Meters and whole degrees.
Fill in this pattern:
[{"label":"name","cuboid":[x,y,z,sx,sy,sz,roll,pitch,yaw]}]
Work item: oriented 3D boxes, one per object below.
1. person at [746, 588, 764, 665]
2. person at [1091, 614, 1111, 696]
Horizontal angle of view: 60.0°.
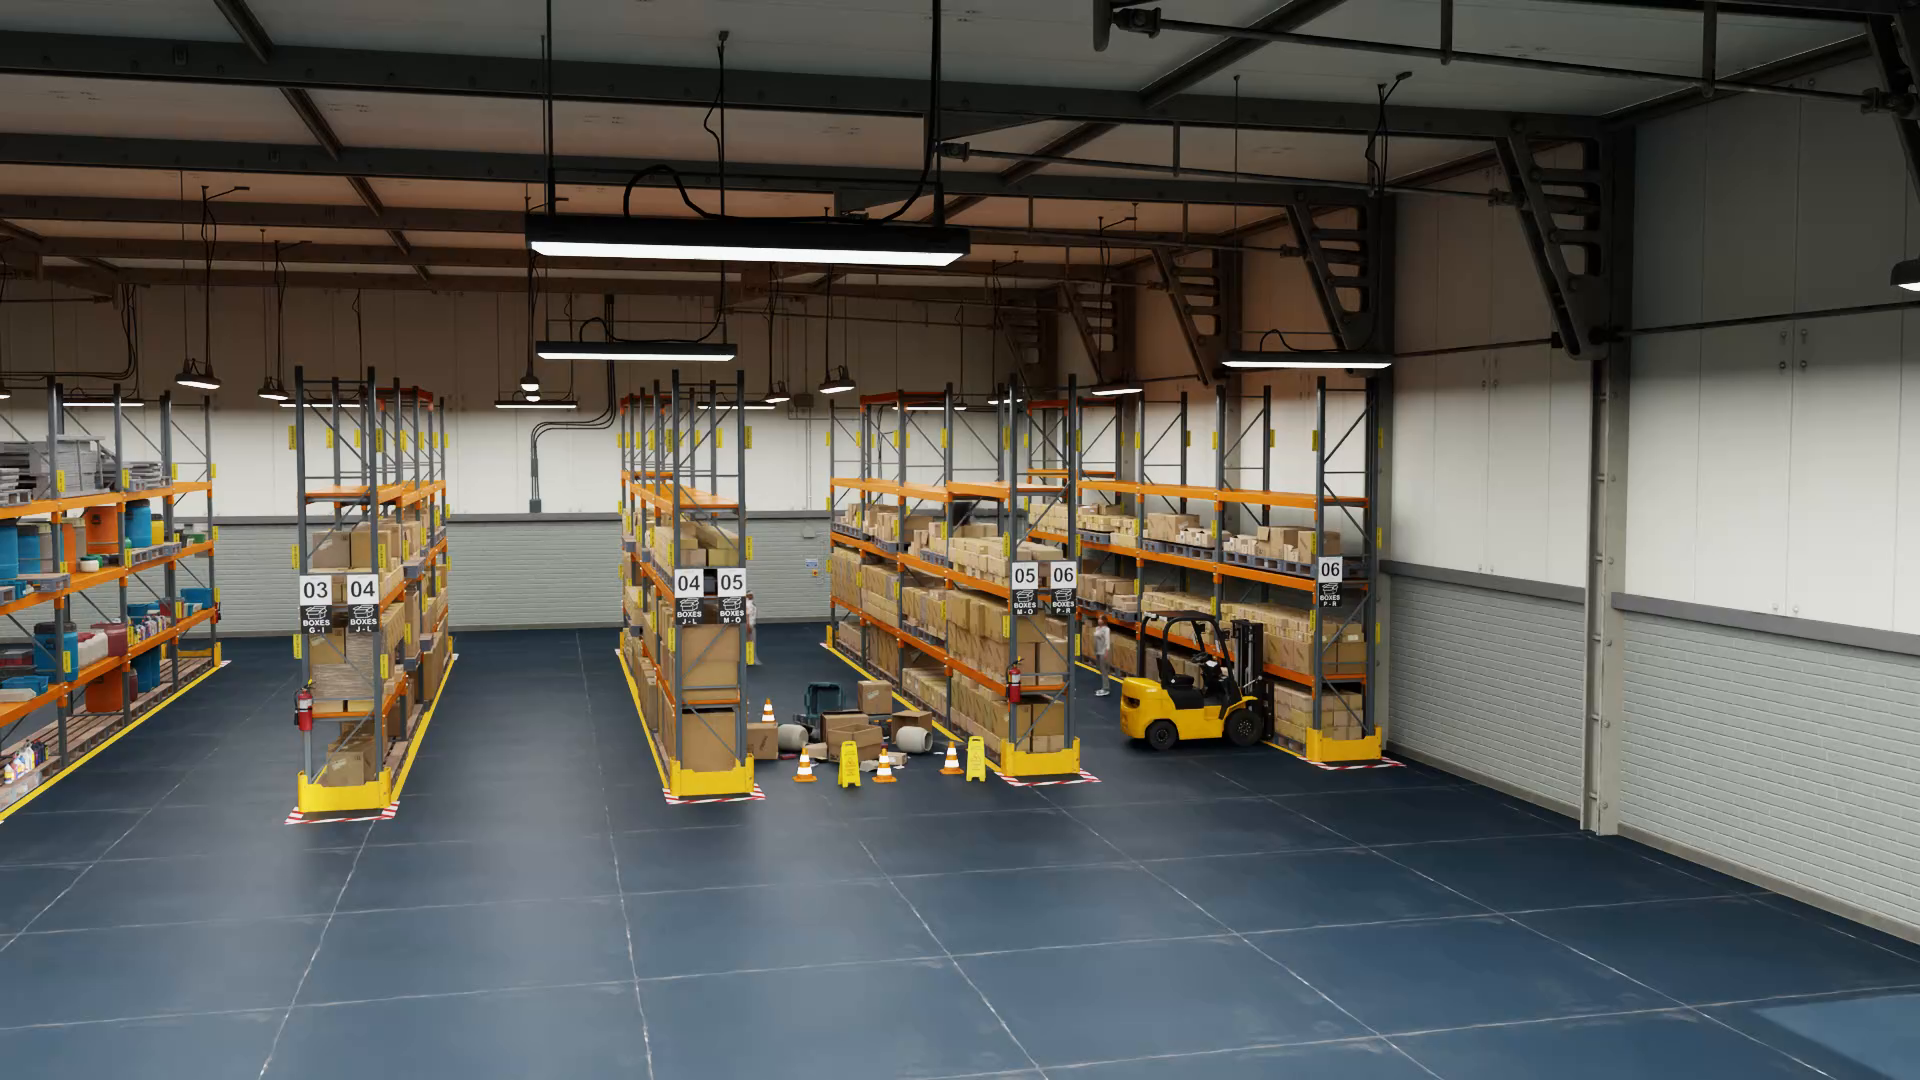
[{"label":"person","cuboid":[-4.696,1.932,37.378,0.481,1.712,0.504,-1,4,-20]},{"label":"person","cuboid":[2.780,2.255,32.707,0.329,1.591,0.498,-1,3,-13]}]
